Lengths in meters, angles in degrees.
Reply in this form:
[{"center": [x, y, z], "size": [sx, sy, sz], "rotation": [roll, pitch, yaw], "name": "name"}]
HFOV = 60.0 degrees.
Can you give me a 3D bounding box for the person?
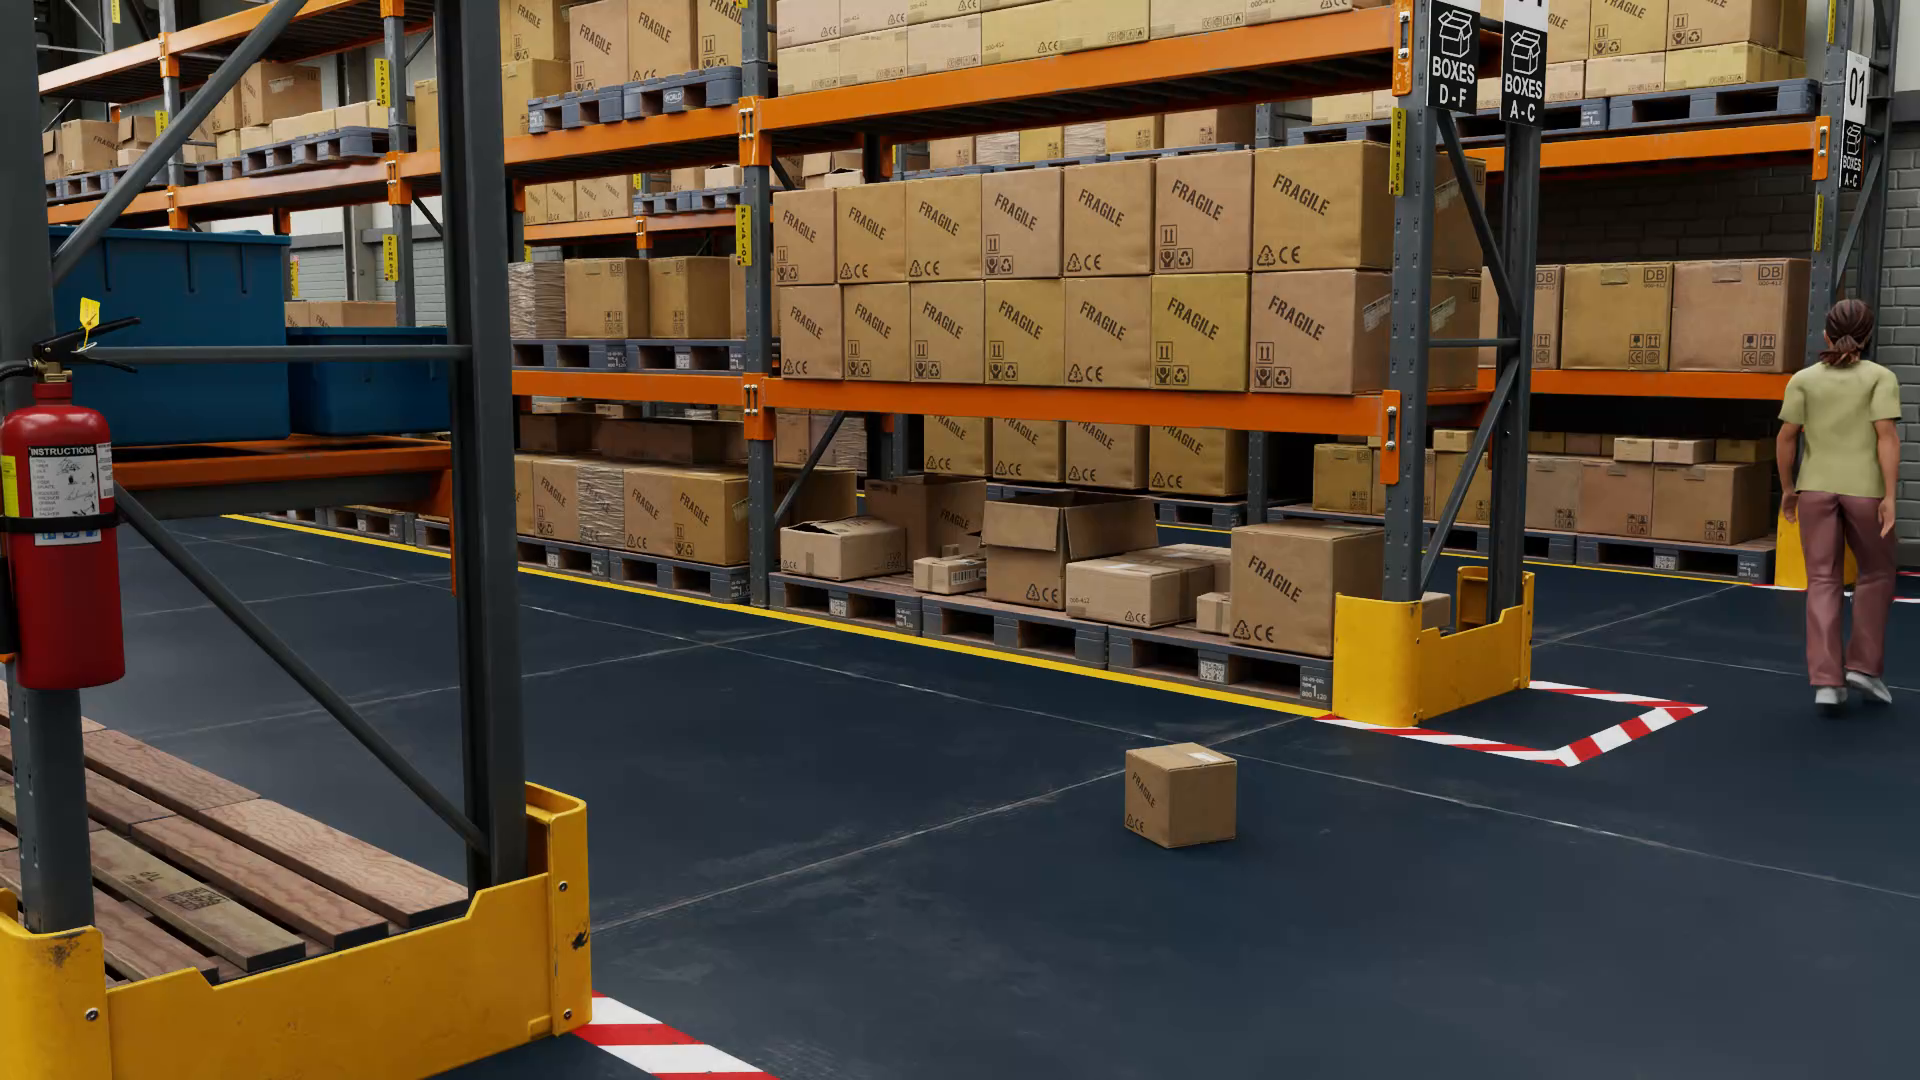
[{"center": [3.631, -0.132, 6.899], "size": [0.474, 1.719, 0.600], "rotation": [5, 9, 35], "name": "person"}]
